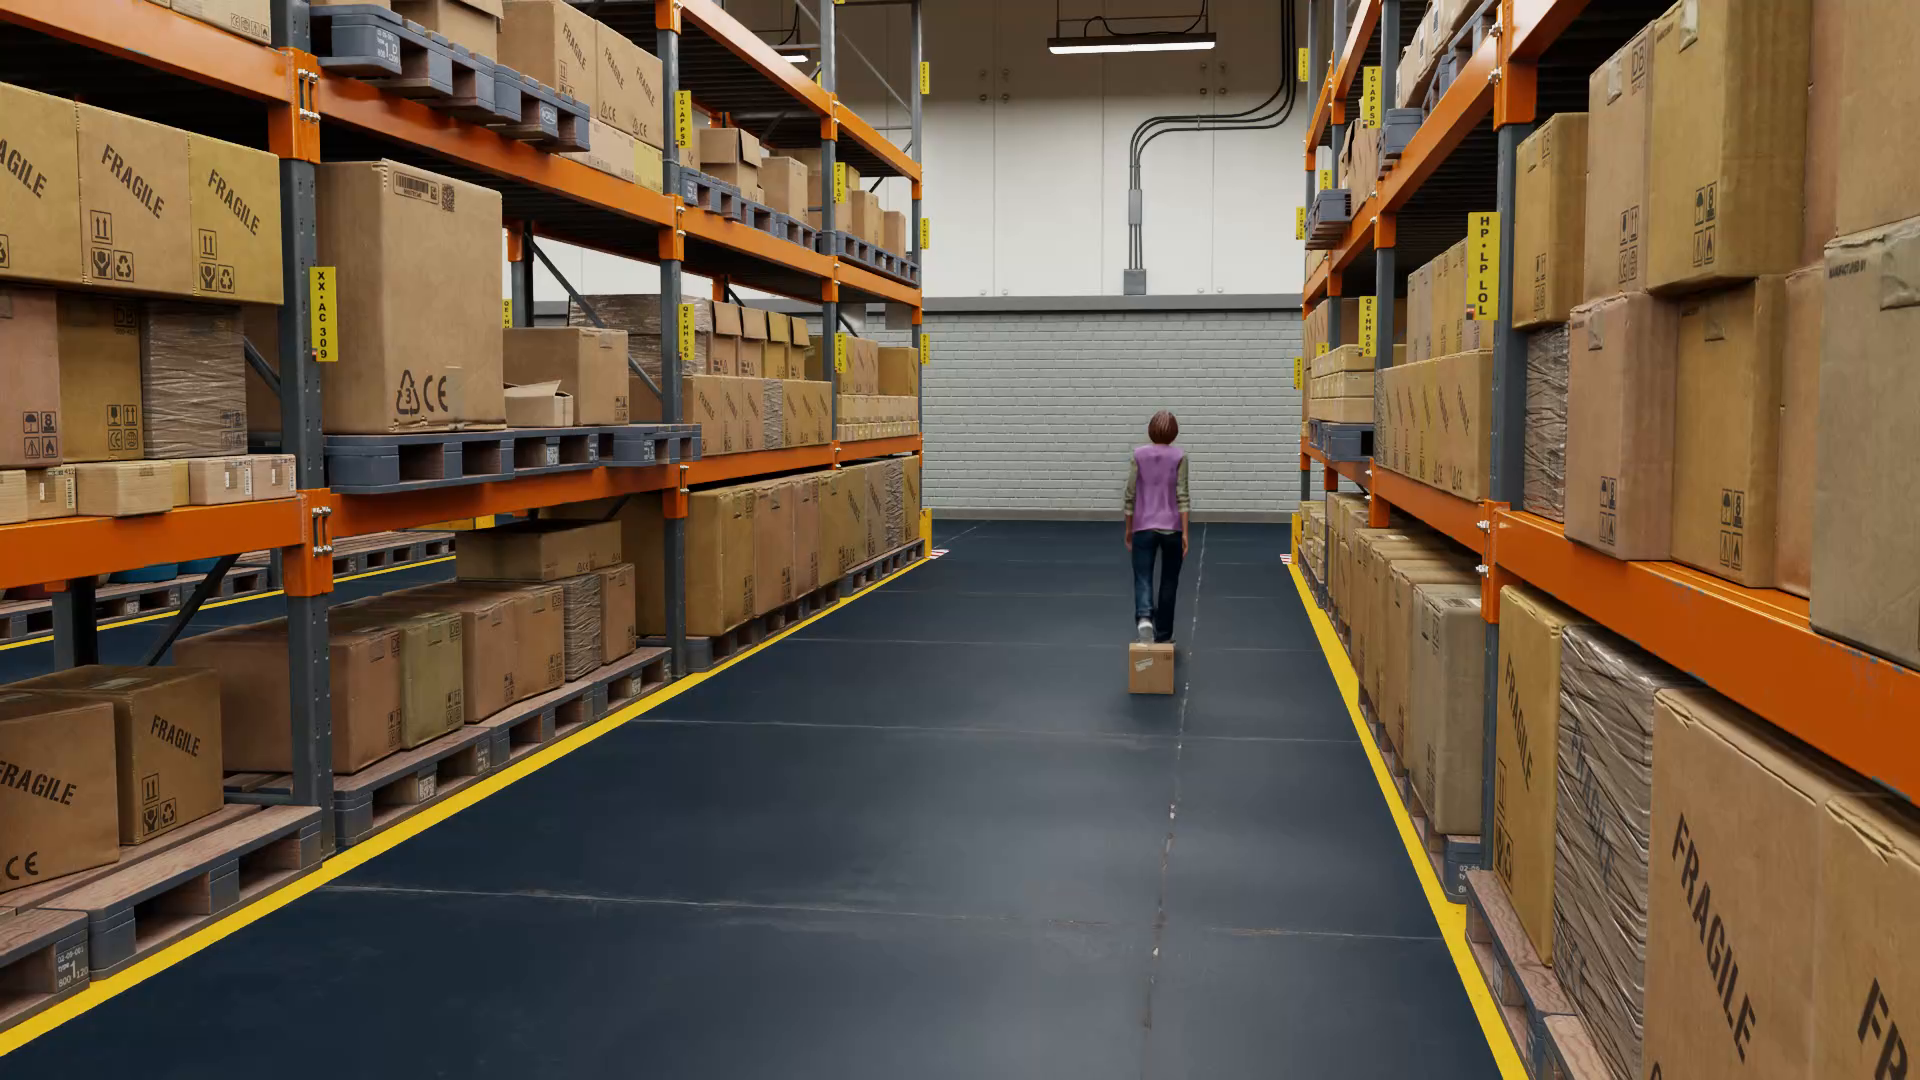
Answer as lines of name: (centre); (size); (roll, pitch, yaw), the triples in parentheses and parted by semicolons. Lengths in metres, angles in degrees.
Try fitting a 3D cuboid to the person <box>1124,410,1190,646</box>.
person: (1.249, -0.050, 10.621); (0.428, 1.559, 0.834); (1, 5, 11)
